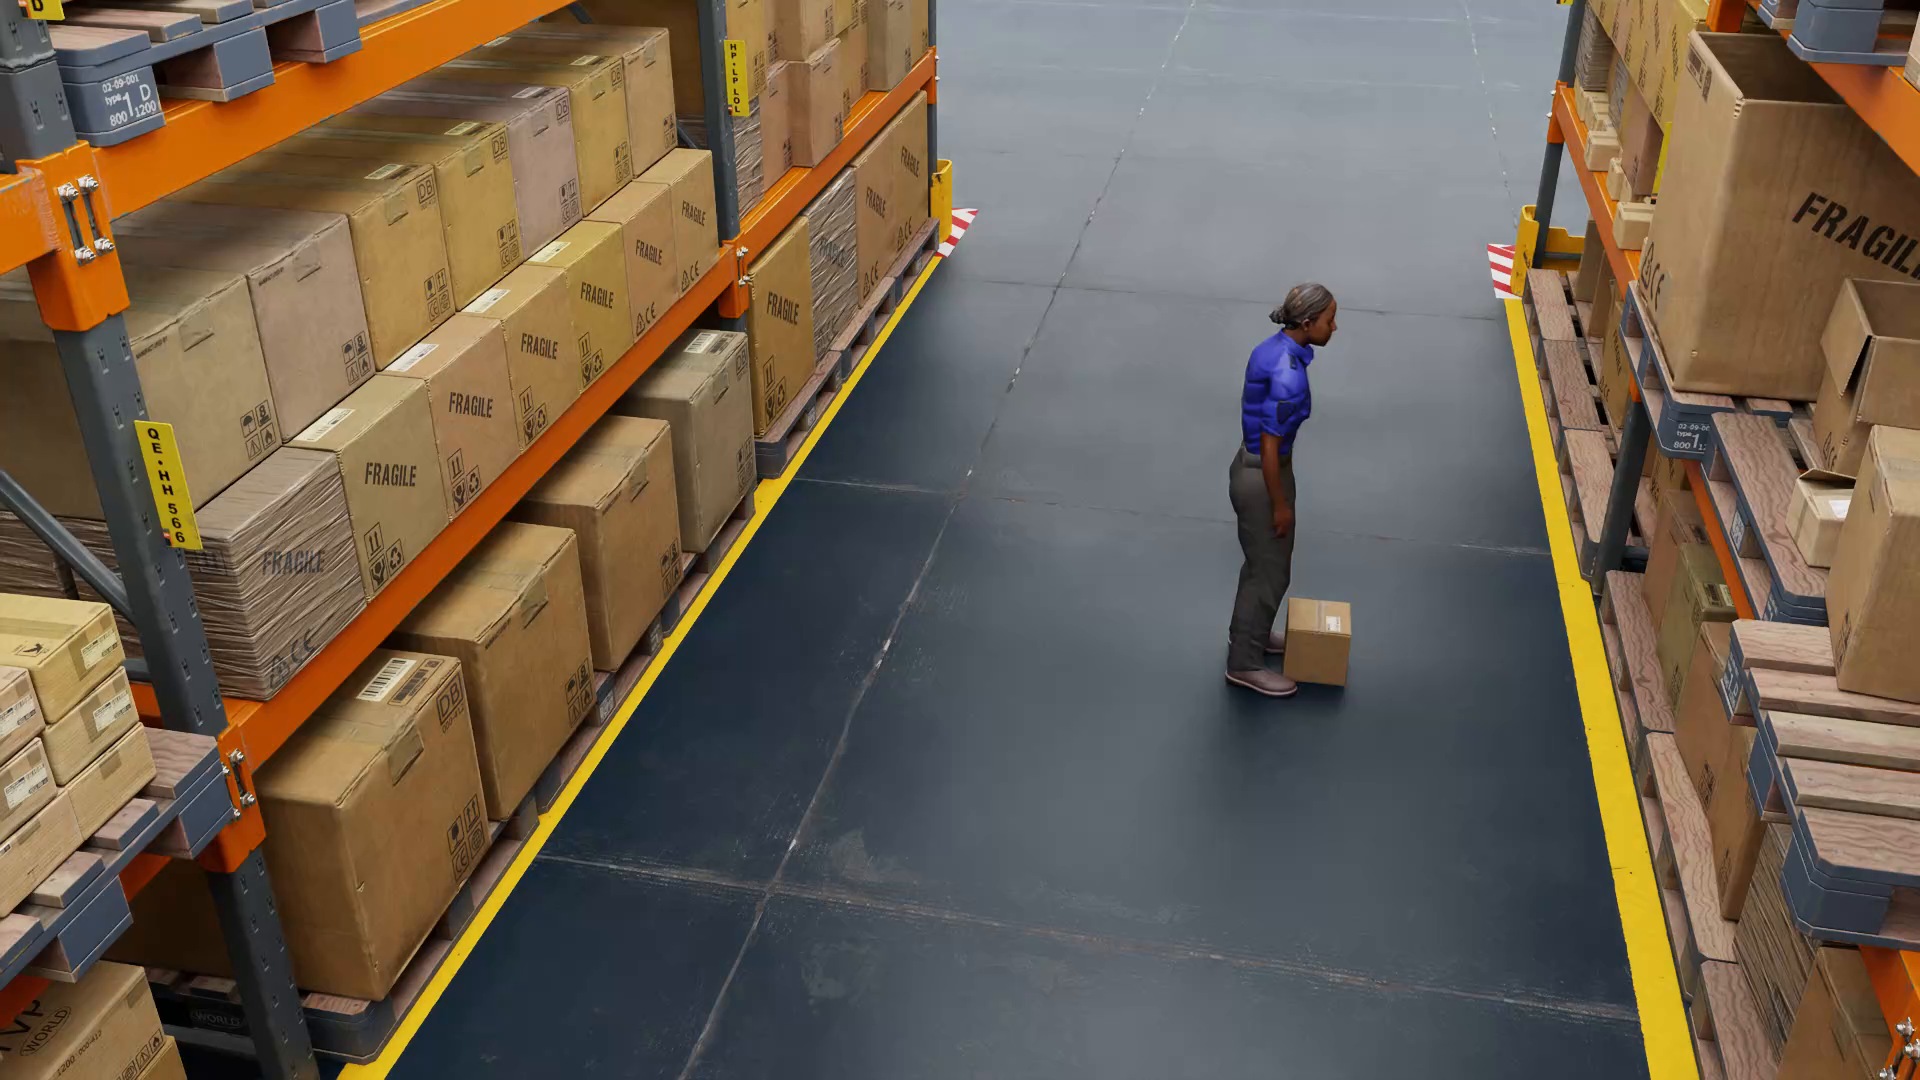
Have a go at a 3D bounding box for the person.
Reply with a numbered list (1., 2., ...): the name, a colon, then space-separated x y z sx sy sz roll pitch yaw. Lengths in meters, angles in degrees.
1. person: 1.232 -0.218 6.524 0.352 1.653 0.530 4 29 7
